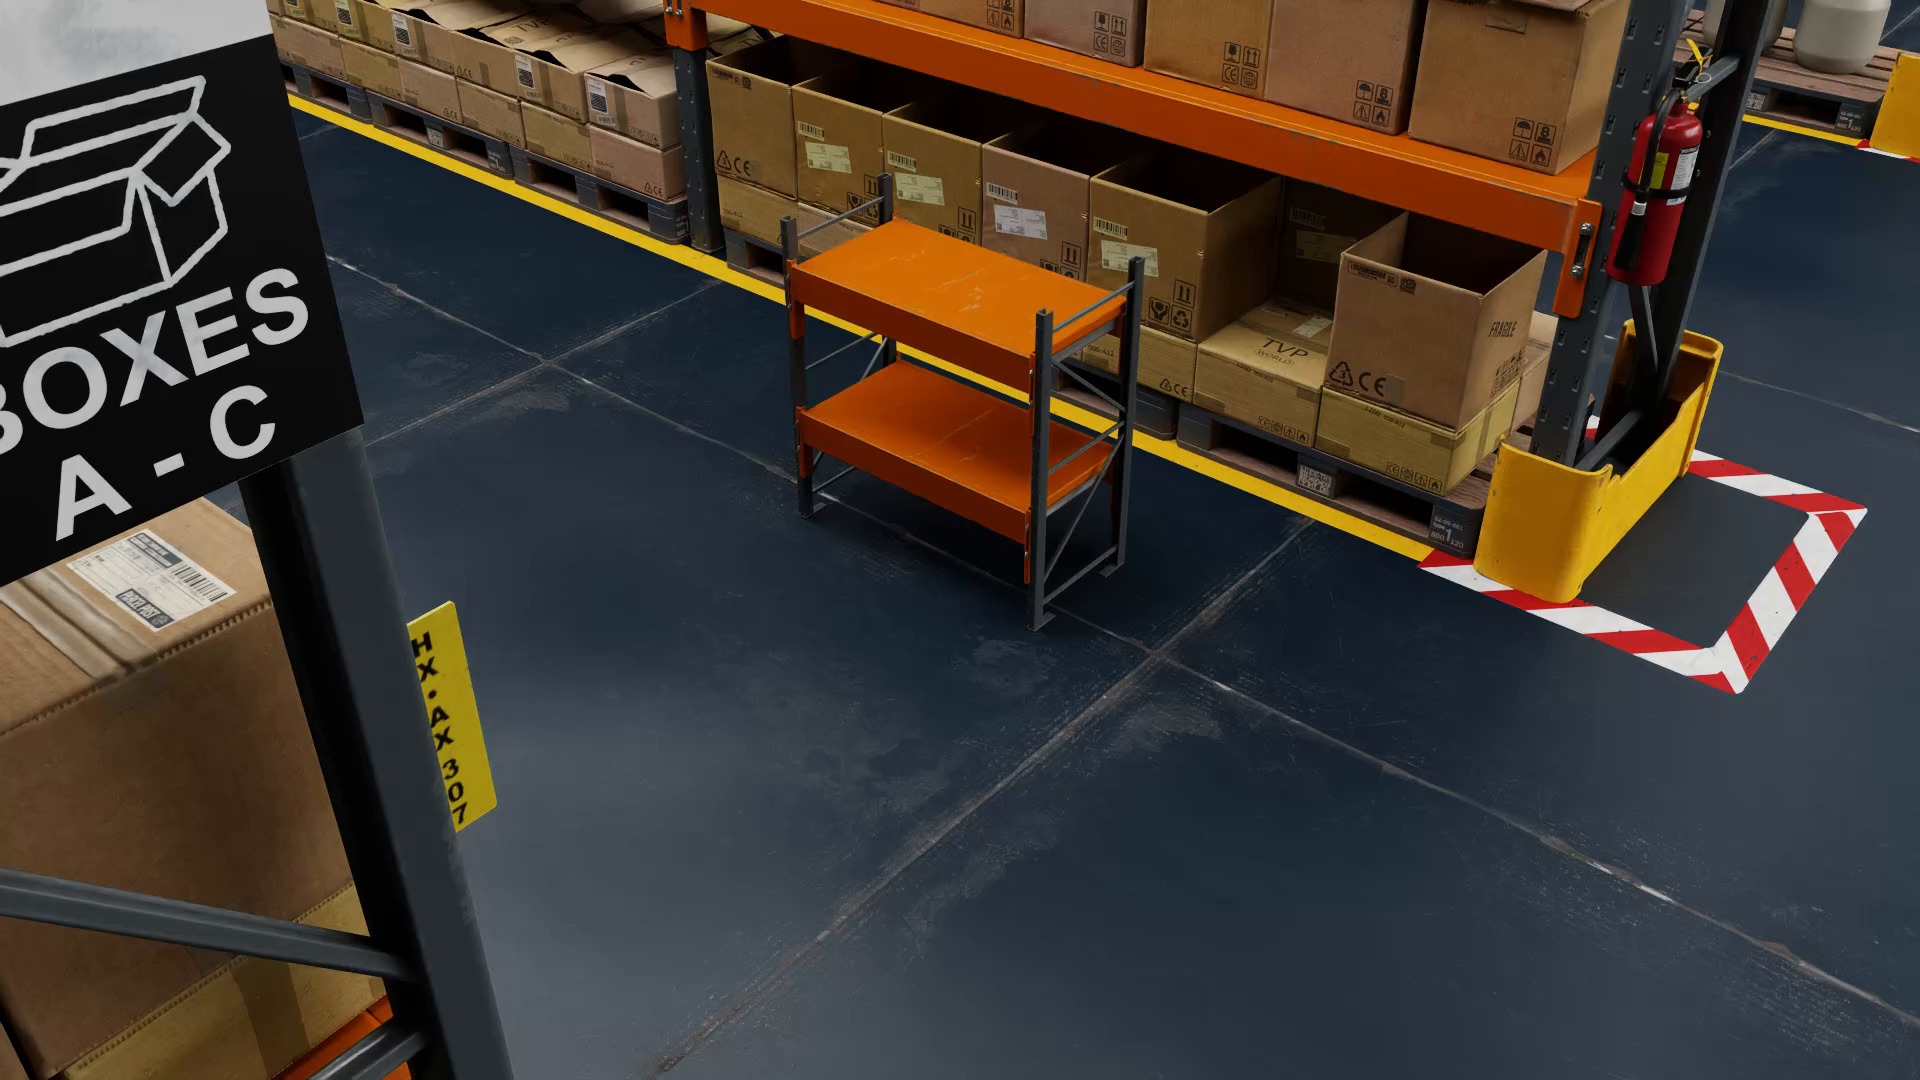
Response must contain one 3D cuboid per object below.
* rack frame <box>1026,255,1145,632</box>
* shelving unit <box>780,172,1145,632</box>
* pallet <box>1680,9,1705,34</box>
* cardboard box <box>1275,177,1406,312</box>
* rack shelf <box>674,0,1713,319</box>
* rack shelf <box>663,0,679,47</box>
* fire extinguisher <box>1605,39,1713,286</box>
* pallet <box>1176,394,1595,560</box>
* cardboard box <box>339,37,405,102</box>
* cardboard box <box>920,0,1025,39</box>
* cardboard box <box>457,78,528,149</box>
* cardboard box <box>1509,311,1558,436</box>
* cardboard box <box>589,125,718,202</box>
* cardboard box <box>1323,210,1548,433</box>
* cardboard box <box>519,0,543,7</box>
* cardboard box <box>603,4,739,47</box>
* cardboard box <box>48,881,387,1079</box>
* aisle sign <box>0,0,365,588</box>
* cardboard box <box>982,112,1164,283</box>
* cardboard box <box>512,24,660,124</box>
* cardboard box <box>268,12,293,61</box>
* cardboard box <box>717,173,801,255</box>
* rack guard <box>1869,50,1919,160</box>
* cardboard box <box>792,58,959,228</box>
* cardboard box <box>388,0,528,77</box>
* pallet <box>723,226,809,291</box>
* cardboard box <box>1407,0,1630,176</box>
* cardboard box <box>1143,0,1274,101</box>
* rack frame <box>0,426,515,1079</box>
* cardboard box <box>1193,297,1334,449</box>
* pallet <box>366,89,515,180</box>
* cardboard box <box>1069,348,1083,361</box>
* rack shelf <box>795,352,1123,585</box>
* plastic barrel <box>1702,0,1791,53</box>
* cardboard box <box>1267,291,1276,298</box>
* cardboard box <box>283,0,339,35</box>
[{"bbox_3d":[0.385,-0.282,5.167,0.032,1.125,0.500,25,42,32],"label":"rack frame"},{"bbox_3d":[-0.005,-0.466,5.435,1.048,1.125,0.538,25,42,32],"label":"shelving unit"},{"bbox_3d":[3.723,-3.087,10.059,1.213,0.211,1.003,25,42,32],"label":"pallet"},{"bbox_3d":[1.539,-1.157,6.181,0.500,0.500,0.500,25,42,32],"label":"cardboard box"},{"bbox_3d":[0.657,-1.765,6.306,4.000,0.370,1.077,25,42,32],"label":"rack shelf"},{"bbox_3d":[-2.417,-3.214,8.416,4.000,0.370,1.077,25,42,32],"label":"rack shelf"},{"bbox_3d":[1.988,-1.060,4.713,0.183,0.674,0.296,25,42,32],"label":"fire extinguisher"},{"bbox_3d":[1.580,-0.446,6.214,1.213,0.211,1.003,25,42,32],"label":"pallet"},{"bbox_3d":[-2.949,-2.590,8.929,0.500,0.250,0.500,24,41,31],"label":"cardboard box"},{"bbox_3d":[0.258,-2.298,6.358,0.500,0.500,0.700,26,42,32],"label":"cardboard box"},{"bbox_3d":[-2.165,-2.219,8.389,0.500,0.250,0.500,26,42,33],"label":"cardboard box"},{"bbox_3d":[1.924,-0.668,6.131,0.500,0.250,0.500,25,42,32],"label":"cardboard box"},{"bbox_3d":[-1.384,-1.850,7.852,0.500,0.250,0.500,25,42,31],"label":"cardboard box"},{"bbox_3d":[1.592,-0.751,5.589,0.500,0.500,0.500,25,42,32],"label":"cardboard box"},{"bbox_3d":[-2.221,-2.871,8.844,0.500,0.311,0.500,27,42,33],"label":"cardboard box"},{"bbox_3d":[-1.420,-2.498,8.301,0.500,0.311,0.500,25,42,31],"label":"cardboard box"},{"bbox_3d":[-1.144,0.558,2.402,0.500,0.250,0.500,24,41,31],"label":"cardboard box"},{"bbox_3d":[-0.725,-0.357,1.323,0.004,0.787,0.394,25,42,32],"label":"aisle sign"},{"bbox_3d":[0.430,-1.288,6.372,0.500,0.500,0.500,25,42,32],"label":"cardboard box"},{"bbox_3d":[-1.779,-2.264,7.960,0.500,0.311,0.500,27,42,33],"label":"cardboard box"},{"bbox_3d":[-3.739,-2.957,9.464,0.500,0.250,0.500,25,42,32],"label":"cardboard box"},{"bbox_3d":[-0.718,-1.526,7.380,0.500,0.250,0.500,25,42,32],"label":"cardboard box"},{"bbox_3d":[5.278,-2.467,8.901,0.348,0.500,1.175,25,42,32],"label":"rack guard"},{"bbox_3d":[-0.335,-1.653,6.903,0.500,0.500,0.500,25,42,32],"label":"cardboard box"},{"bbox_3d":[-2.544,-2.630,8.492,0.500,0.311,0.500,25,41,31],"label":"cardboard box"},{"bbox_3d":[-0.296,-1.330,7.500,1.213,0.211,1.003,25,42,32],"label":"pallet"},{"bbox_3d":[1.844,-1.553,5.273,0.500,0.500,0.700,25,42,32],"label":"cardboard box"},{"bbox_3d":[1.059,-1.923,5.813,0.500,0.500,0.700,26,42,32],"label":"cardboard box"},{"bbox_3d":[-0.970,0.818,1.909,0.053,2.616,0.949,25,42,32],"label":"rack frame"},{"bbox_3d":[1.201,-0.618,6.059,0.500,0.250,0.500,25,42,32],"label":"cardboard box"},{"bbox_3d":[-2.413,-2.328,8.954,1.213,0.211,1.003,25,42,32],"label":"pallet"},{"bbox_3d":[0.432,-0.981,6.586,0.500,0.250,0.500,25,42,32],"label":"cardboard box"},{"bbox_3d":[-0.005,-0.265,5.574,1.000,0.278,0.538,25,42,32],"label":"rack shelf"},{"bbox_3d":[4.426,-3.025,9.332,0.421,0.512,0.421,0,34,0],"label":"plastic barrel"},{"bbox_3d":[1.154,-1.029,6.656,0.500,0.250,0.500,25,42,32],"label":"cardboard box"},{"bbox_3d":[-3.330,-3.002,9.033,0.500,0.311,0.500,24,41,31],"label":"cardboard box"}]
